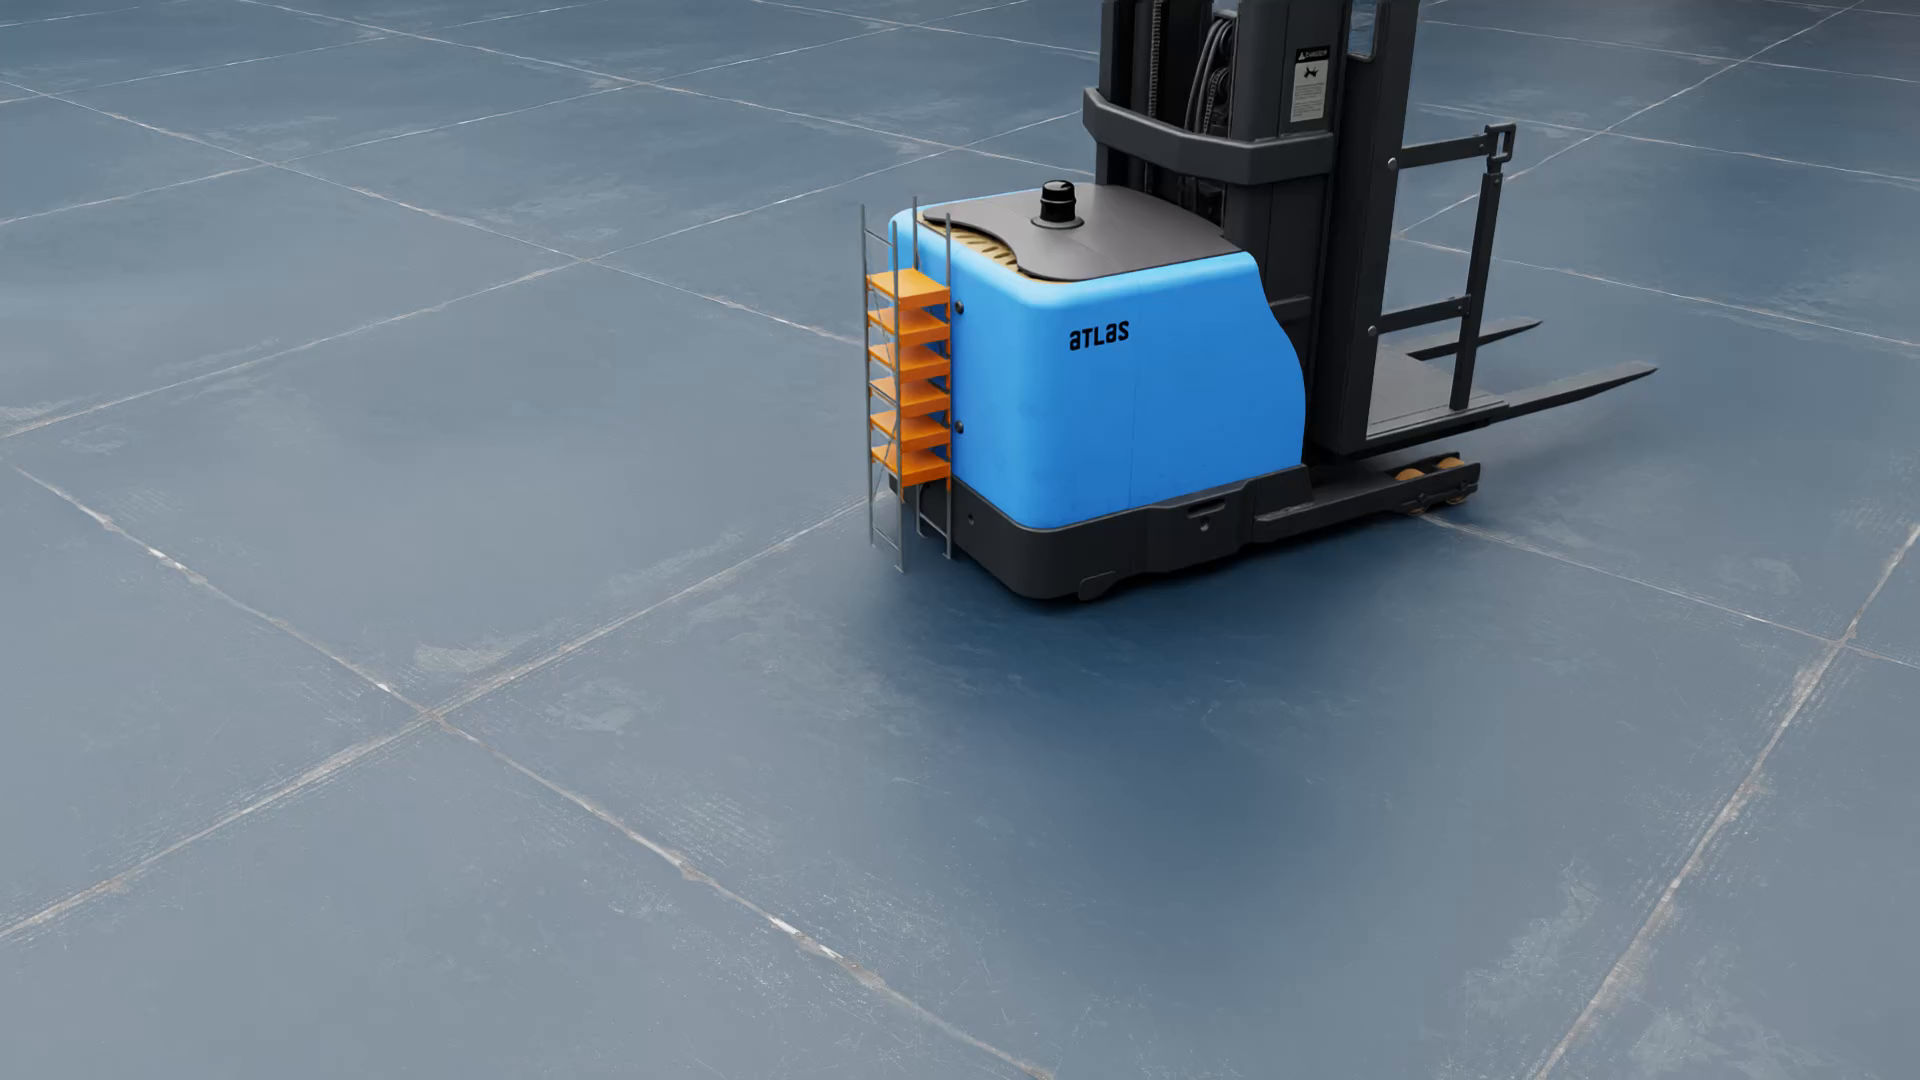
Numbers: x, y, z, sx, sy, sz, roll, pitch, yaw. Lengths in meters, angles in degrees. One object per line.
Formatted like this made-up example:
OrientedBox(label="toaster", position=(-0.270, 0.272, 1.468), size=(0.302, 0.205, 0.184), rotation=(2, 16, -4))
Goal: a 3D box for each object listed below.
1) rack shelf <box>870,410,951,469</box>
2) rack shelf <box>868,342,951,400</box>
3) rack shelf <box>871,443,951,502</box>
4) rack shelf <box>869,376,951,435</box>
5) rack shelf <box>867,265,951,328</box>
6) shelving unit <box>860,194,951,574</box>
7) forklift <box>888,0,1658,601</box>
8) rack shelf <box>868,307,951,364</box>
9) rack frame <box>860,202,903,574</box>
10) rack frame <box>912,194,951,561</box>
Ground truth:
OrientedBox(label="rack shelf", position=(-0.170, -0.344, 5.466), size=(0.180, 0.103, 0.258), rotation=(-14, 31, -26))
OrientedBox(label="rack shelf", position=(-0.170, -0.557, 5.356), size=(0.180, 0.103, 0.258), rotation=(-14, 31, -26))
OrientedBox(label="rack shelf", position=(-0.170, -0.237, 5.522), size=(0.180, 0.103, 0.258), rotation=(-14, 31, -26))
OrientedBox(label="rack shelf", position=(-0.170, -0.450, 5.411), size=(0.180, 0.103, 0.258), rotation=(-14, 31, -26))
OrientedBox(label="rack shelf", position=(-0.170, -0.770, 5.246), size=(0.180, 0.103, 0.258), rotation=(-14, 31, -26))
OrientedBox(label="shelving unit", position=(-0.170, -0.490, 5.391), size=(0.189, 1.200, 0.258), rotation=(-14, 31, -26))
OrientedBox(label="forklift", position=(1.285, -1.583, 5.621), size=(3.031, 2.935, 1.130), rotation=(-14, 31, -26))
OrientedBox(label="rack shelf", position=(-0.170, -0.663, 5.301), size=(0.180, 0.103, 0.258), rotation=(-14, 31, -26))
OrientedBox(label="rack frame", position=(-0.250, -0.469, 5.351), size=(0.006, 1.200, 0.240), rotation=(-14, 31, -26))
OrientedBox(label="rack frame", position=(-0.090, -0.510, 5.431), size=(0.006, 1.200, 0.240), rotation=(-14, 31, -26))
